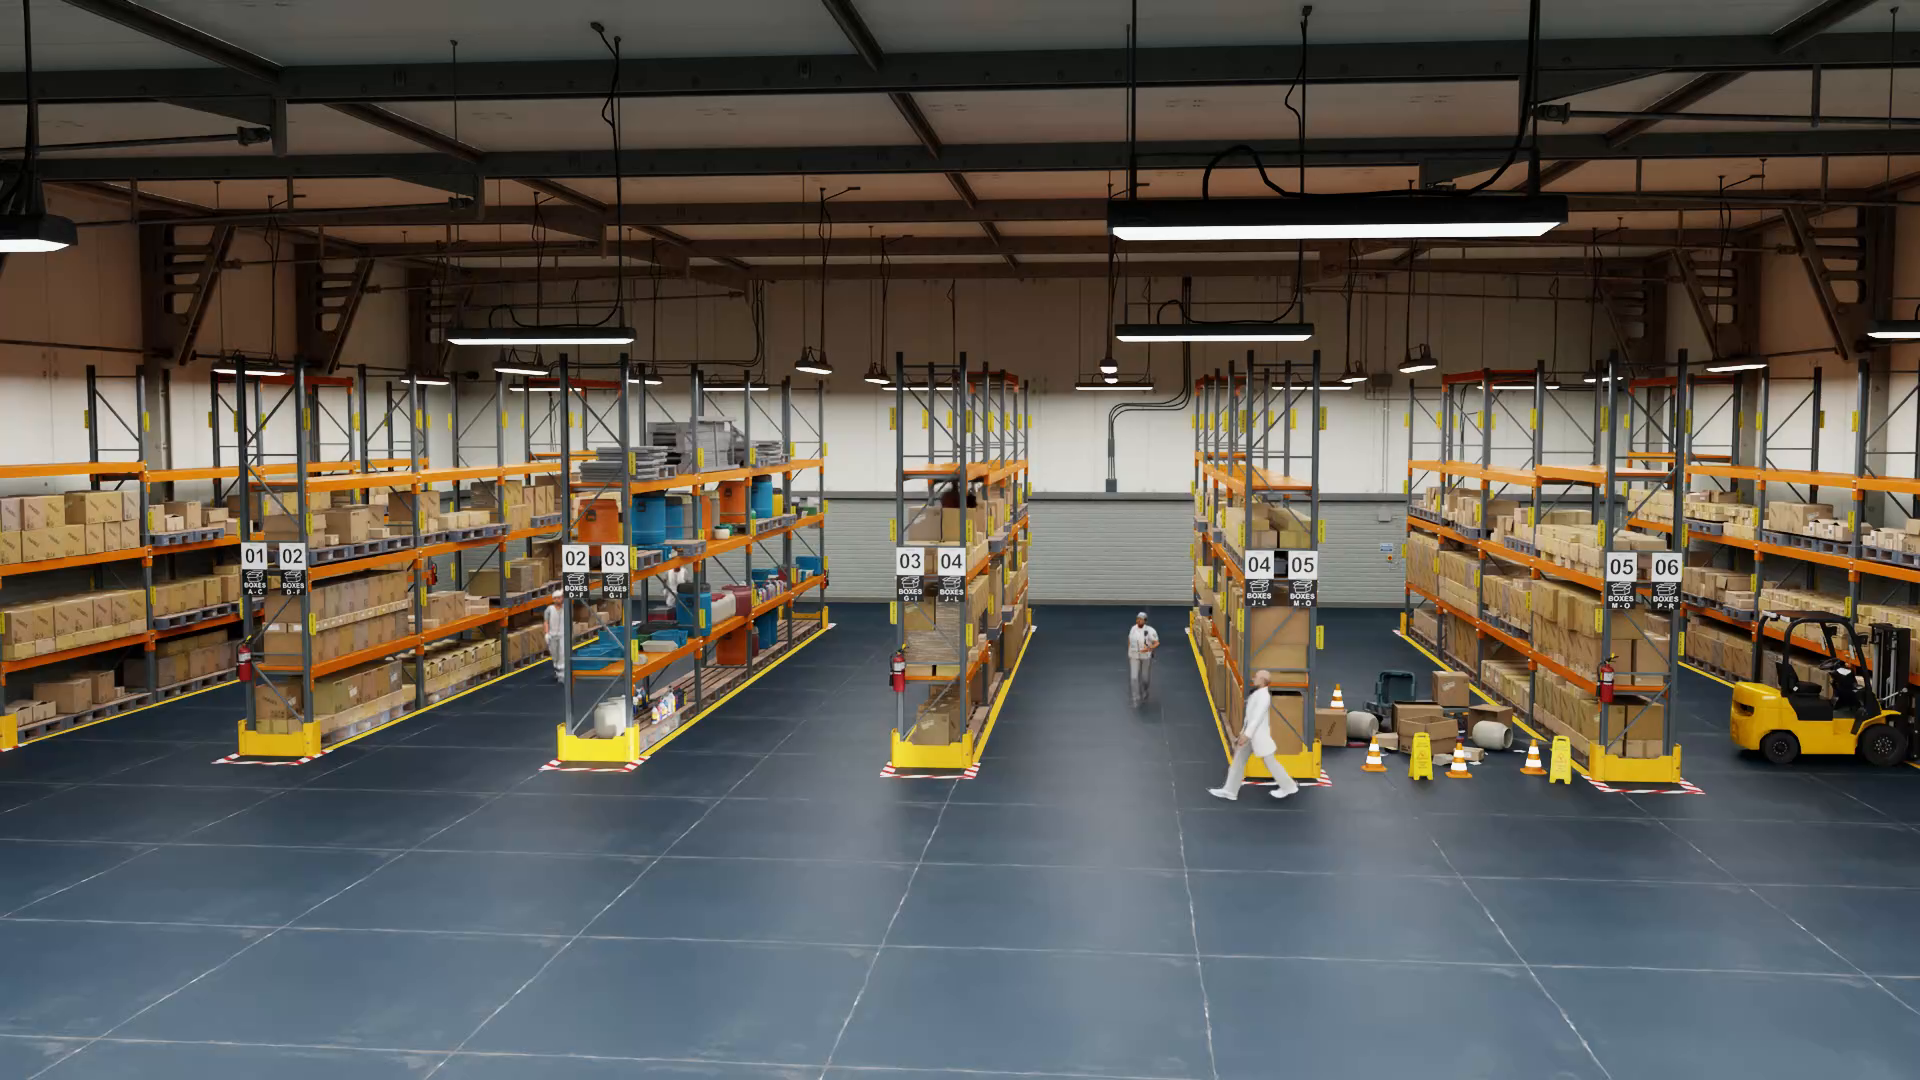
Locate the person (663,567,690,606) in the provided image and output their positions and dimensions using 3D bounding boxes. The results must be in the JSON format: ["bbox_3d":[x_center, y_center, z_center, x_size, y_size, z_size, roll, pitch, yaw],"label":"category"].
[{"bbox_3d":[-6.858,1.315,40.155,0.707,1.808,0.878,1,4,7],"label":"person"}]

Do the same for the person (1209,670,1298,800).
[{"bbox_3d":[3.907,2.578,21.930,1.118,1.731,0.543,-1,4,-17],"label":"person"}]

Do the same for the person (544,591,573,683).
[{"bbox_3d":[-7.712,1.840,31.820,0.516,1.728,1.019,0,4,-3],"label":"person"}]

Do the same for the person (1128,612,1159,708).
[{"bbox_3d":[3.243,2.115,29.427,0.565,1.691,0.720,1,4,9],"label":"person"}]
